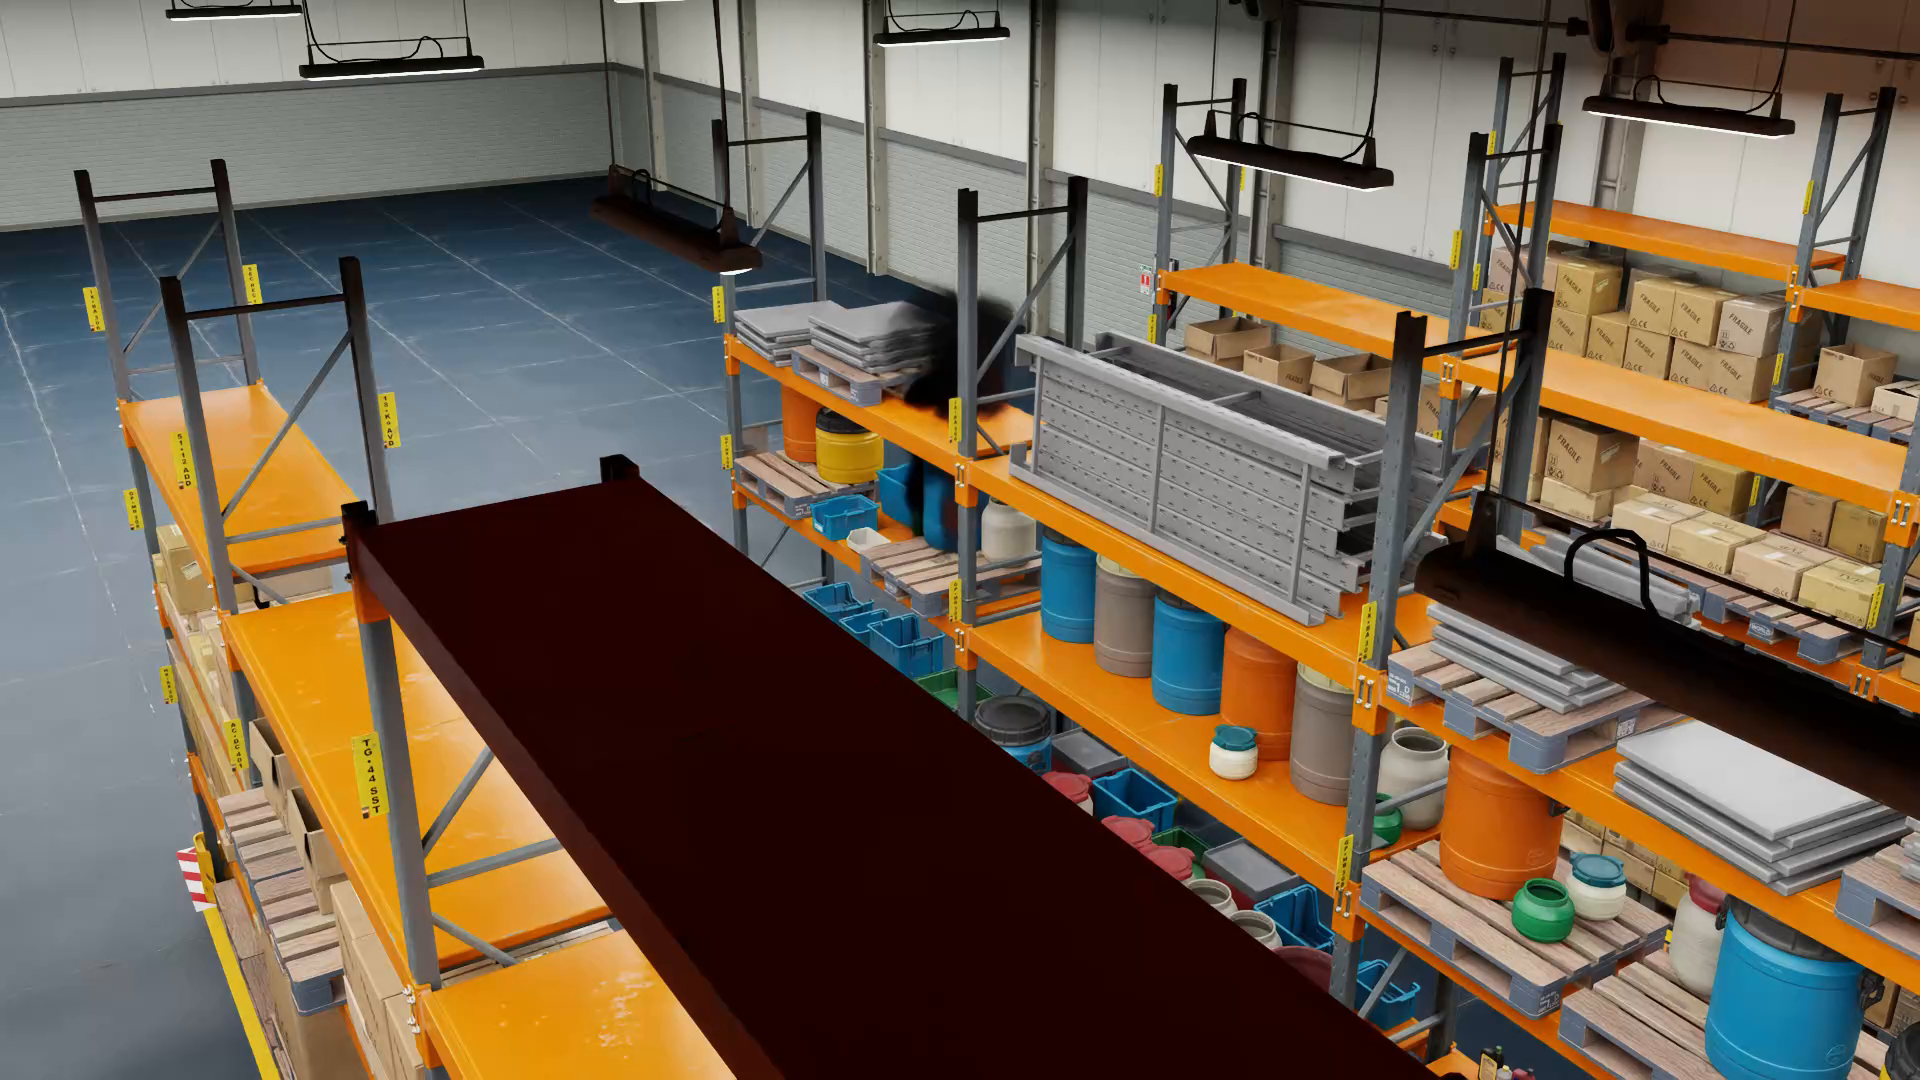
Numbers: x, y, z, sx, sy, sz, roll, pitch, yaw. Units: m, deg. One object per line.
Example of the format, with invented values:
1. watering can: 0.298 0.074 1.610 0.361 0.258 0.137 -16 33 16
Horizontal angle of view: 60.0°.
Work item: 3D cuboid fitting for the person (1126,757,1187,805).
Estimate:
1. person: 1.818 1.588 15.082 0.845 1.737 0.672 14 26 31
